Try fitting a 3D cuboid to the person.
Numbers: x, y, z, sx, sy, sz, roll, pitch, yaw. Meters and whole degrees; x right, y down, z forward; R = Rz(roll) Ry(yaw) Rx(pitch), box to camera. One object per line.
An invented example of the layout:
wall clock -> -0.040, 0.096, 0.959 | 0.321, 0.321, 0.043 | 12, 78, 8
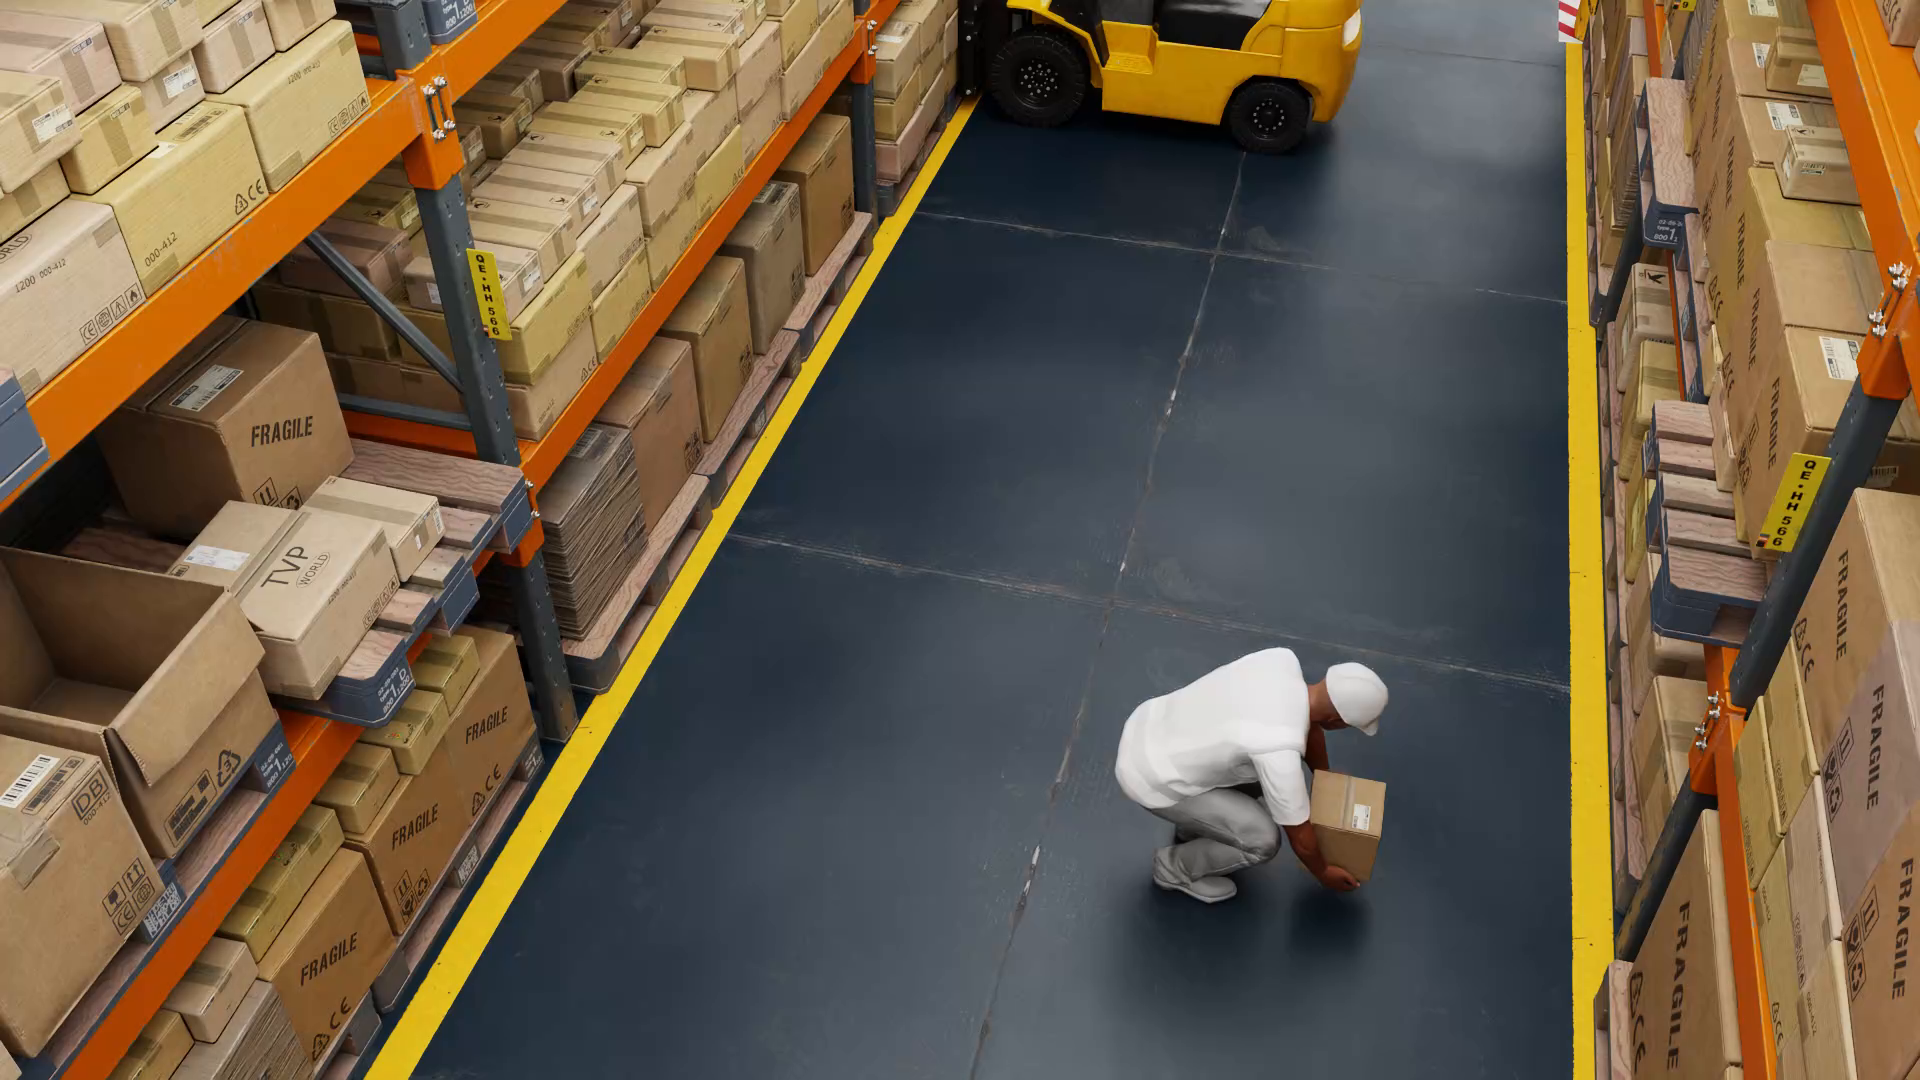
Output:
person -> 1.004, 0.779, 5.807 | 0.893, 1.027, 0.583 | 10, 42, 11
